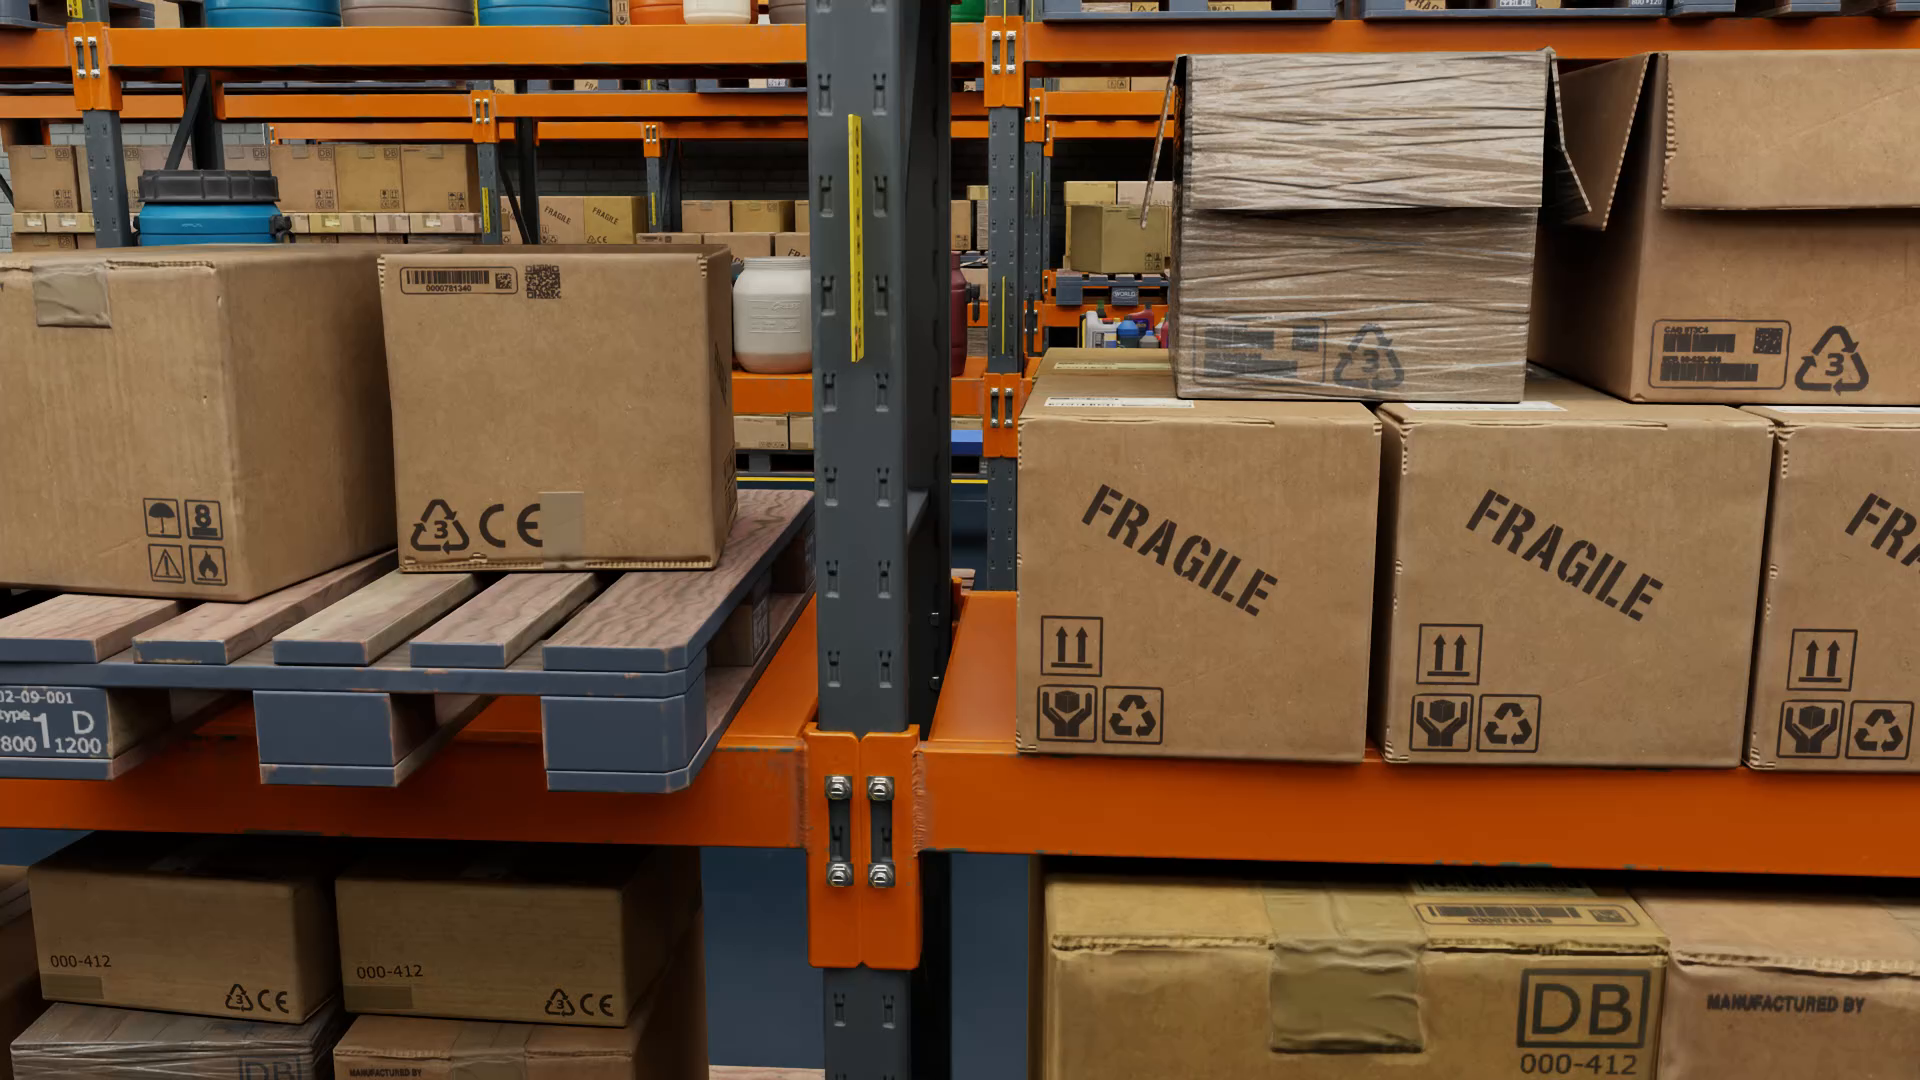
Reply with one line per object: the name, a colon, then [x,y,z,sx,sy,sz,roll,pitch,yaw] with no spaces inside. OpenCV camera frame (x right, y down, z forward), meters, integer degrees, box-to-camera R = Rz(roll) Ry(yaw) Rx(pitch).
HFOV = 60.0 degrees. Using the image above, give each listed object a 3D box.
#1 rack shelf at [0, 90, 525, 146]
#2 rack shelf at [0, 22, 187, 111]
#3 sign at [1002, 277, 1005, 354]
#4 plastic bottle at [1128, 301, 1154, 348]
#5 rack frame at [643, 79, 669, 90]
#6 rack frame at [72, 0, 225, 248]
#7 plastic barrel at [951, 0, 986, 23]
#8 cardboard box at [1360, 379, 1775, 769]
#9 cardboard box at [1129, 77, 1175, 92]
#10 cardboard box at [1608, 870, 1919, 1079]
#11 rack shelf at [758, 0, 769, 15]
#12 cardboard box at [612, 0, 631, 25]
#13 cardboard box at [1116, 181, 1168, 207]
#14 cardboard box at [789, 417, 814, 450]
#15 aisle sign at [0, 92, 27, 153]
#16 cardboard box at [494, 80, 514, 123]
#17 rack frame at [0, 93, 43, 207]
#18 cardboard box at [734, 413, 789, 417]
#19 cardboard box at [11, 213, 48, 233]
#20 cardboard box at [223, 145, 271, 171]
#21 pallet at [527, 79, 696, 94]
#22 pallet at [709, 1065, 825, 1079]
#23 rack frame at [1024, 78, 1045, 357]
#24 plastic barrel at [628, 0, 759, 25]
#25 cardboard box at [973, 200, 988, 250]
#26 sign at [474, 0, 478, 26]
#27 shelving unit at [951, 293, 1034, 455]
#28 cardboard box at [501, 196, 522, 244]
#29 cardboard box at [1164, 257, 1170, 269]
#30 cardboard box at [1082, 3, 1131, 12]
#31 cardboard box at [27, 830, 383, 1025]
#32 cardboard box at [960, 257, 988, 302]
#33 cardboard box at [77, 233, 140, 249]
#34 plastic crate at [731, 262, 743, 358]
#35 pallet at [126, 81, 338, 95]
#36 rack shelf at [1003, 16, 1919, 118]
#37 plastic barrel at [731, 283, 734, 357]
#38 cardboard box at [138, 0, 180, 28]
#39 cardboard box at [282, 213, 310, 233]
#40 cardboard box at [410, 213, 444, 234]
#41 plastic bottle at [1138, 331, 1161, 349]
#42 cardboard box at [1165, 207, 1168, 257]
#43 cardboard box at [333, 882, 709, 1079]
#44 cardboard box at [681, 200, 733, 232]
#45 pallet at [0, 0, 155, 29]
rack shelf: [-5.434,-3.213,12.732,4.000,0.370,1.077,1,12,4]
rack shelf: [-5.769,-2.201,7.894,4.000,0.370,1.077,1,12,4]
sign: [0.188,-0.970,7.181,0.005,0.325,0.100,1,12,4]
plastic bottle: [0.880,-1.024,8.122,0.133,0.283,0.061,1,12,4]
rack frame: [-3.111,-6.018,17.058,0.127,3.000,1.000,1,12,4]
rack frame: [-3.773,-1.057,7.997,0.127,3.000,1.000,1,12,4]
plastic barrel: [-0.032,-2.388,7.410,0.294,0.245,0.294,0,12,0]
cardboard box: [0.868,0.029,2.559,0.500,0.500,0.500,0,12,2]
cardboard box: [1.499,-3.526,12.226,0.500,0.500,0.910,1,12,4]
cardboard box: [1.463,0.871,2.941,0.875,0.875,1.225,1,12,4]
rack shelf: [-1.116,-5.442,17.042,4.000,0.370,1.077,1,12,4]
cardboard box: [-2.256,-4.017,12.329,0.500,0.500,0.500,2,12,9]
cardboard box: [1.852,-3.532,16.975,0.500,0.250,0.500,1,12,3]
cardboard box: [-1.005,-0.845,12.673,0.500,0.250,0.500,1,12,5]
aisle sign: [-7.476,-3.457,13.121,0.004,0.787,0.394,1,12,4]
cardboard box: [-4.691,-4.574,17.189,0.500,0.500,0.500,0,12,2]
rack frame: [-7.430,-2.124,13.096,0.127,3.000,1.000,1,12,4]
cardboard box: [-1.509,-1.126,12.646,0.500,0.311,0.500,1,12,5]
cardboard box: [-7.053,-2.441,12.783,0.250,0.149,0.380,1,12,3]
cardboard box: [-5.384,-2.779,12.812,0.500,0.500,0.700,1,12,4]
pallet: [-2.558,-3.434,12.502,1.217,0.209,0.805,0,12,1]
pallet: [-0.893,1.363,3.236,1.213,0.211,1.003,1,12,4]
rack frame: [0.552,-2.015,12.573,0.127,3.000,1.000,1,12,4]
plastic barrel: [-1.240,-2.746,7.693,0.708,0.830,0.600,1,12,4]
cardboard box: [0.410,-3.295,17.376,0.500,0.500,0.700,-1,12,-3]
sign: [-3.474,-3.716,11.924,0.005,0.325,0.100,1,12,4]
shelving unit: [-0.085,-0.735,10.120,1.048,1.500,0.538,1,12,4]
cardboard box: [-4.604,-3.343,17.408,0.500,0.500,0.500,0,12,2]
cardboard box: [2.222,-2.855,17.157,0.250,0.149,0.380,1,12,5]
cardboard box: [0.987,-4.014,12.118,0.500,0.500,0.500,1,12,4]
cardboard box: [-1.314,0.642,3.071,0.500,0.250,0.500,2,12,10]
cardboard box: [0.192,-1.985,12.648,0.500,0.311,0.500,2,12,7]
cardboard box: [-6.440,-2.158,13.013,0.500,0.500,0.700,1,12,5]
plastic crate: [-1.374,-1.119,8.133,0.583,0.464,0.402,1,12,4]
pallet: [-5.505,-3.518,12.649,1.213,0.211,1.003,1,12,4]
rack shelf: [2.213,-2.091,7.371,4.000,0.370,1.077,1,12,4]
plastic barrel: [-1.243,-1.034,7.610,0.421,0.512,0.421,0,12,0]
cardboard box: [-5.791,-3.837,12.346,0.500,0.500,0.500,1,12,4]
cardboard box: [-4.991,-2.413,12.651,0.250,0.149,0.380,1,12,5]
cardboard box: [-3.971,-2.399,12.584,0.250,0.149,0.380,1,12,3]
plastic bottle: [0.839,-0.825,7.371,0.097,0.201,0.097,0,12,0]
cardboard box: [1.869,-3.163,17.043,0.500,0.500,0.500,1,12,6]
cardboard box: [-0.783,1.012,3.133,0.500,0.500,0.700,0,12,1]
cardboard box: [-2.606,-3.332,17.550,0.500,0.500,0.700,1,12,4]
pallet: [-4.500,-2.423,7.661,1.003,0.211,1.213,1,12,4]
